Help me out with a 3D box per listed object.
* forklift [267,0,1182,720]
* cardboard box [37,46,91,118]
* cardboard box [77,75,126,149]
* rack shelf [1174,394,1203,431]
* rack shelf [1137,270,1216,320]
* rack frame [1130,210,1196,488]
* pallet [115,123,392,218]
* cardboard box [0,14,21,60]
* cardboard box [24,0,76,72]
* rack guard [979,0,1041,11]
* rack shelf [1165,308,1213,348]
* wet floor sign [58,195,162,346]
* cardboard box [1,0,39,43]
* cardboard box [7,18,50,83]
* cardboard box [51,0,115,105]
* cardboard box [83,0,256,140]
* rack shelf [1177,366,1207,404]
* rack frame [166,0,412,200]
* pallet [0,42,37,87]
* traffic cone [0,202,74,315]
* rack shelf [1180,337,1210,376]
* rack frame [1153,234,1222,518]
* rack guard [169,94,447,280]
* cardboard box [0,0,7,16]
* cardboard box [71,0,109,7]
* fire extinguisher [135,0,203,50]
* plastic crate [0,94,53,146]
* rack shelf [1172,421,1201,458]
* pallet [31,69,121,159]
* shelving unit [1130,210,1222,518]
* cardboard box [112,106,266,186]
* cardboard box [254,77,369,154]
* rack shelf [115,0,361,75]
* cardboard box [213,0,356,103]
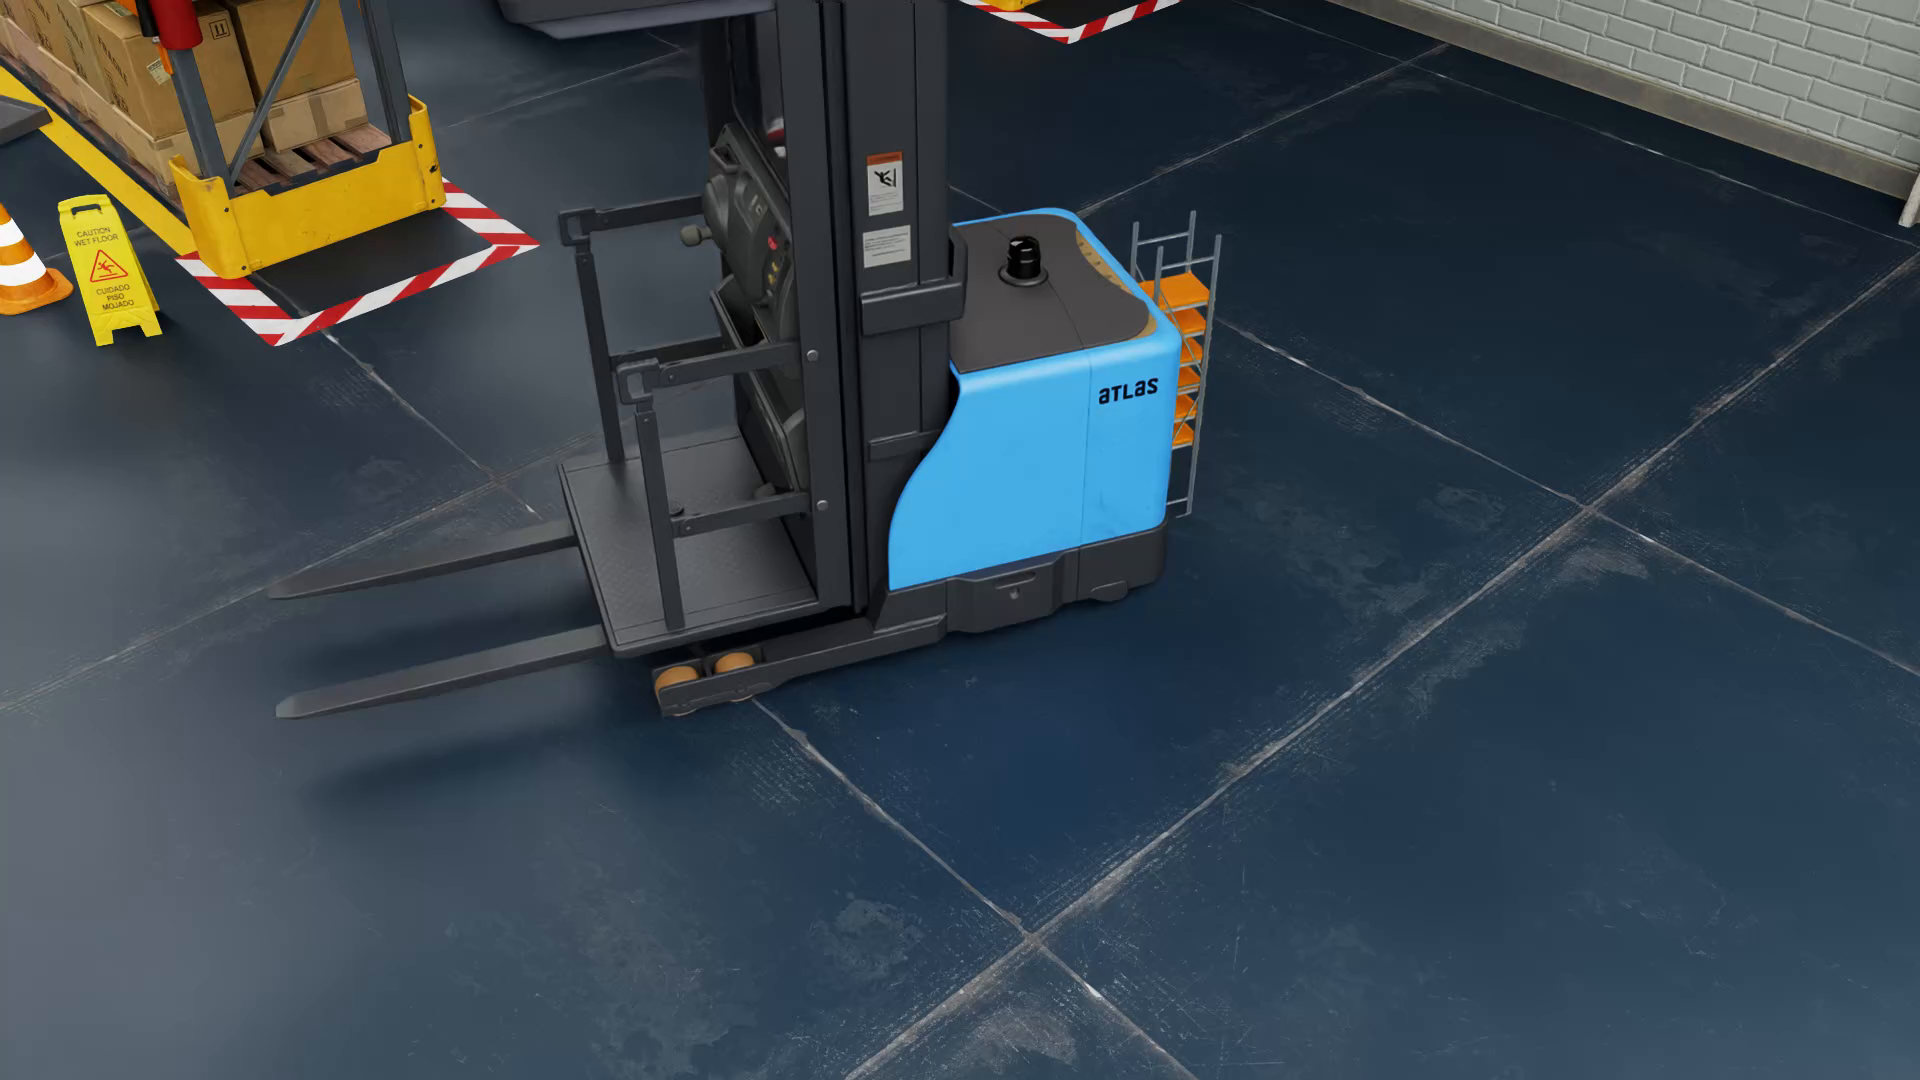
[{"bbox_3d":[-0.834,-0.933,5.072,3.031,2.935,1.130,-13,41,-16],"label":"forklift"},{"bbox_3d":[-4.495,-2.494,8.804,0.500,0.250,0.500,-32,49,-33],"label":"cardboard box"},{"bbox_3d":[-4.137,-2.254,8.507,0.500,0.250,0.500,-30,48,-32],"label":"cardboard box"},{"bbox_3d":[0.738,-0.464,6.131,0.258,0.103,0.180,-14,41,-17],"label":"rack shelf"},{"bbox_3d":[0.738,-0.837,5.829,0.258,0.103,0.180,-14,41,-17],"label":"rack shelf"},{"bbox_3d":[0.705,-0.645,6.094,0.240,1.200,0.006,-14,41,-17],"label":"rack frame"},{"bbox_3d":[-3.623,-1.999,8.557,1.003,0.211,1.213,-30,48,-32],"label":"pallet"},{"bbox_3d":[-5.184,-2.972,9.397,0.500,0.250,0.500,-27,46,-30],"label":"cardboard box"},{"bbox_3d":[-4.473,-2.779,8.561,0.500,0.500,0.500,-31,48,-33],"label":"cardboard box"},{"bbox_3d":[0.622,-3.785,10.538,1.175,0.500,0.348,-30,48,-32],"label":"rack guard"},{"bbox_3d":[0.738,-0.744,5.905,0.258,0.103,0.180,-14,41,-17],"label":"rack shelf"},{"bbox_3d":[-3.708,-1.199,7.221,0.267,0.644,0.232,-15,41,-17],"label":"wet floor sign"},{"bbox_3d":[-4.833,-3.023,8.863,0.500,0.500,0.500,-27,46,-30],"label":"cardboard box"},{"bbox_3d":[-4.823,-2.728,9.094,0.500,0.250,0.500,-31,48,-32],"label":"cardboard box"},{"bbox_3d":[-4.137,-2.543,8.268,0.500,0.500,0.500,-28,47,-30],"label":"cardboard box"},{"bbox_3d":[-3.782,-2.303,7.971,0.500,0.500,0.500,-30,47,-31],"label":"cardboard box"},{"bbox_3d":[0.738,-0.557,6.056,0.258,0.103,0.180,-14,41,-17],"label":"rack shelf"},{"bbox_3d":[-3.048,-2.657,7.153,1.000,3.000,0.127,-30,48,-32],"label":"rack frame"},{"bbox_3d":[-5.273,-3.128,9.955,1.003,0.211,1.213,-30,48,-32],"label":"pallet"},{"bbox_3d":[-4.289,-1.321,7.517,0.336,0.463,0.334,-30,48,-32],"label":"traffic cone"},{"bbox_3d":[0.738,-0.650,5.980,0.258,0.103,0.180,-14,41,-17],"label":"rack shelf"},{"bbox_3d":[0.772,-0.538,5.961,0.240,1.200,0.006,-14,41,-17],"label":"rack frame"},{"bbox_3d":[-3.099,-1.720,7.982,1.175,0.500,0.348,-30,48,-32],"label":"rack guard"},{"bbox_3d":[-5.182,-3.263,9.161,0.500,0.500,0.500,-28,47,-30],"label":"cardboard box"},{"bbox_3d":[-4.080,-2.696,7.942,0.380,0.149,0.250,-29,47,-31],"label":"cardboard box"},{"bbox_3d":[-3.310,-2.378,6.869,0.296,0.674,0.183,-30,48,-32],"label":"fire extinguisher"},{"bbox_3d":[-5.295,-2.298,9.031,0.583,0.080,0.402,18,42,21],"label":"plastic crate"},{"bbox_3d":[0.738,-0.370,6.206,0.258,0.103,0.180,-14,41,-17],"label":"rack shelf"},{"bbox_3d":[-4.444,-2.563,9.255,1.003,0.211,1.213,-30,48,-32],"label":"pallet"},{"bbox_3d":[0.738,-0.592,6.028,0.258,1.200,0.189,-14,41,-17],"label":"shelving unit"},{"bbox_3d":[-3.809,-2.022,8.220,0.500,0.250,0.500,-30,48,-32],"label":"cardboard box"},{"bbox_3d":[-3.390,-2.242,8.492,0.500,0.250,0.500,-30,48,-32],"label":"cardboard box"},{"bbox_3d":[-4.401,-3.303,8.525,1.077,0.370,4.000,-30,48,-32],"label":"rack shelf"},{"bbox_3d":[-3.406,-2.544,8.270,0.500,0.500,0.500,-32,49,-33],"label":"cardboard box"}]
